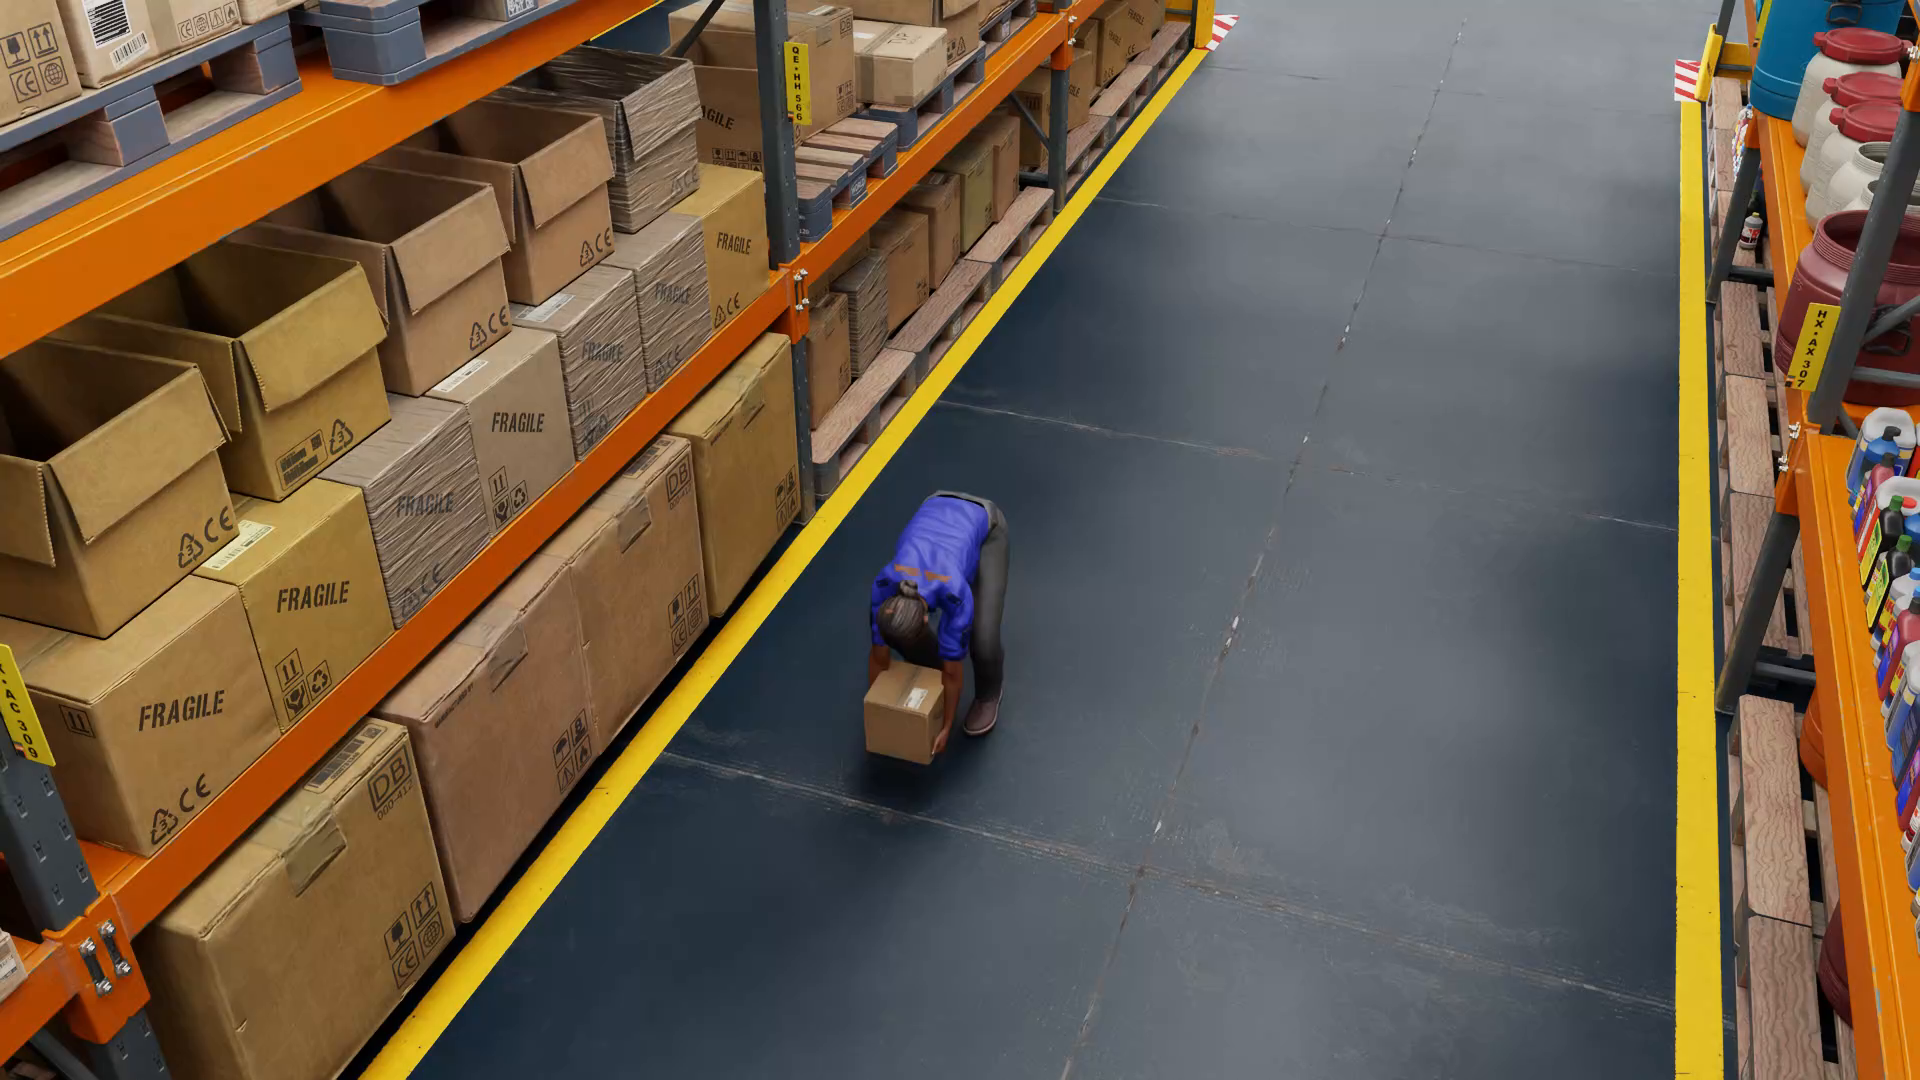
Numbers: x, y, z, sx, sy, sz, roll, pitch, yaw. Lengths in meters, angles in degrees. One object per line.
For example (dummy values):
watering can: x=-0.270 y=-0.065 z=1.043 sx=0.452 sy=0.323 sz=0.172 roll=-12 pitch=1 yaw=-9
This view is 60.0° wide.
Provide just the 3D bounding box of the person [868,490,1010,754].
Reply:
person: x=-0.091 y=0.371 z=6.225 sx=0.446 sy=0.954 sz=0.877 roll=11 pitch=35 yaw=17
